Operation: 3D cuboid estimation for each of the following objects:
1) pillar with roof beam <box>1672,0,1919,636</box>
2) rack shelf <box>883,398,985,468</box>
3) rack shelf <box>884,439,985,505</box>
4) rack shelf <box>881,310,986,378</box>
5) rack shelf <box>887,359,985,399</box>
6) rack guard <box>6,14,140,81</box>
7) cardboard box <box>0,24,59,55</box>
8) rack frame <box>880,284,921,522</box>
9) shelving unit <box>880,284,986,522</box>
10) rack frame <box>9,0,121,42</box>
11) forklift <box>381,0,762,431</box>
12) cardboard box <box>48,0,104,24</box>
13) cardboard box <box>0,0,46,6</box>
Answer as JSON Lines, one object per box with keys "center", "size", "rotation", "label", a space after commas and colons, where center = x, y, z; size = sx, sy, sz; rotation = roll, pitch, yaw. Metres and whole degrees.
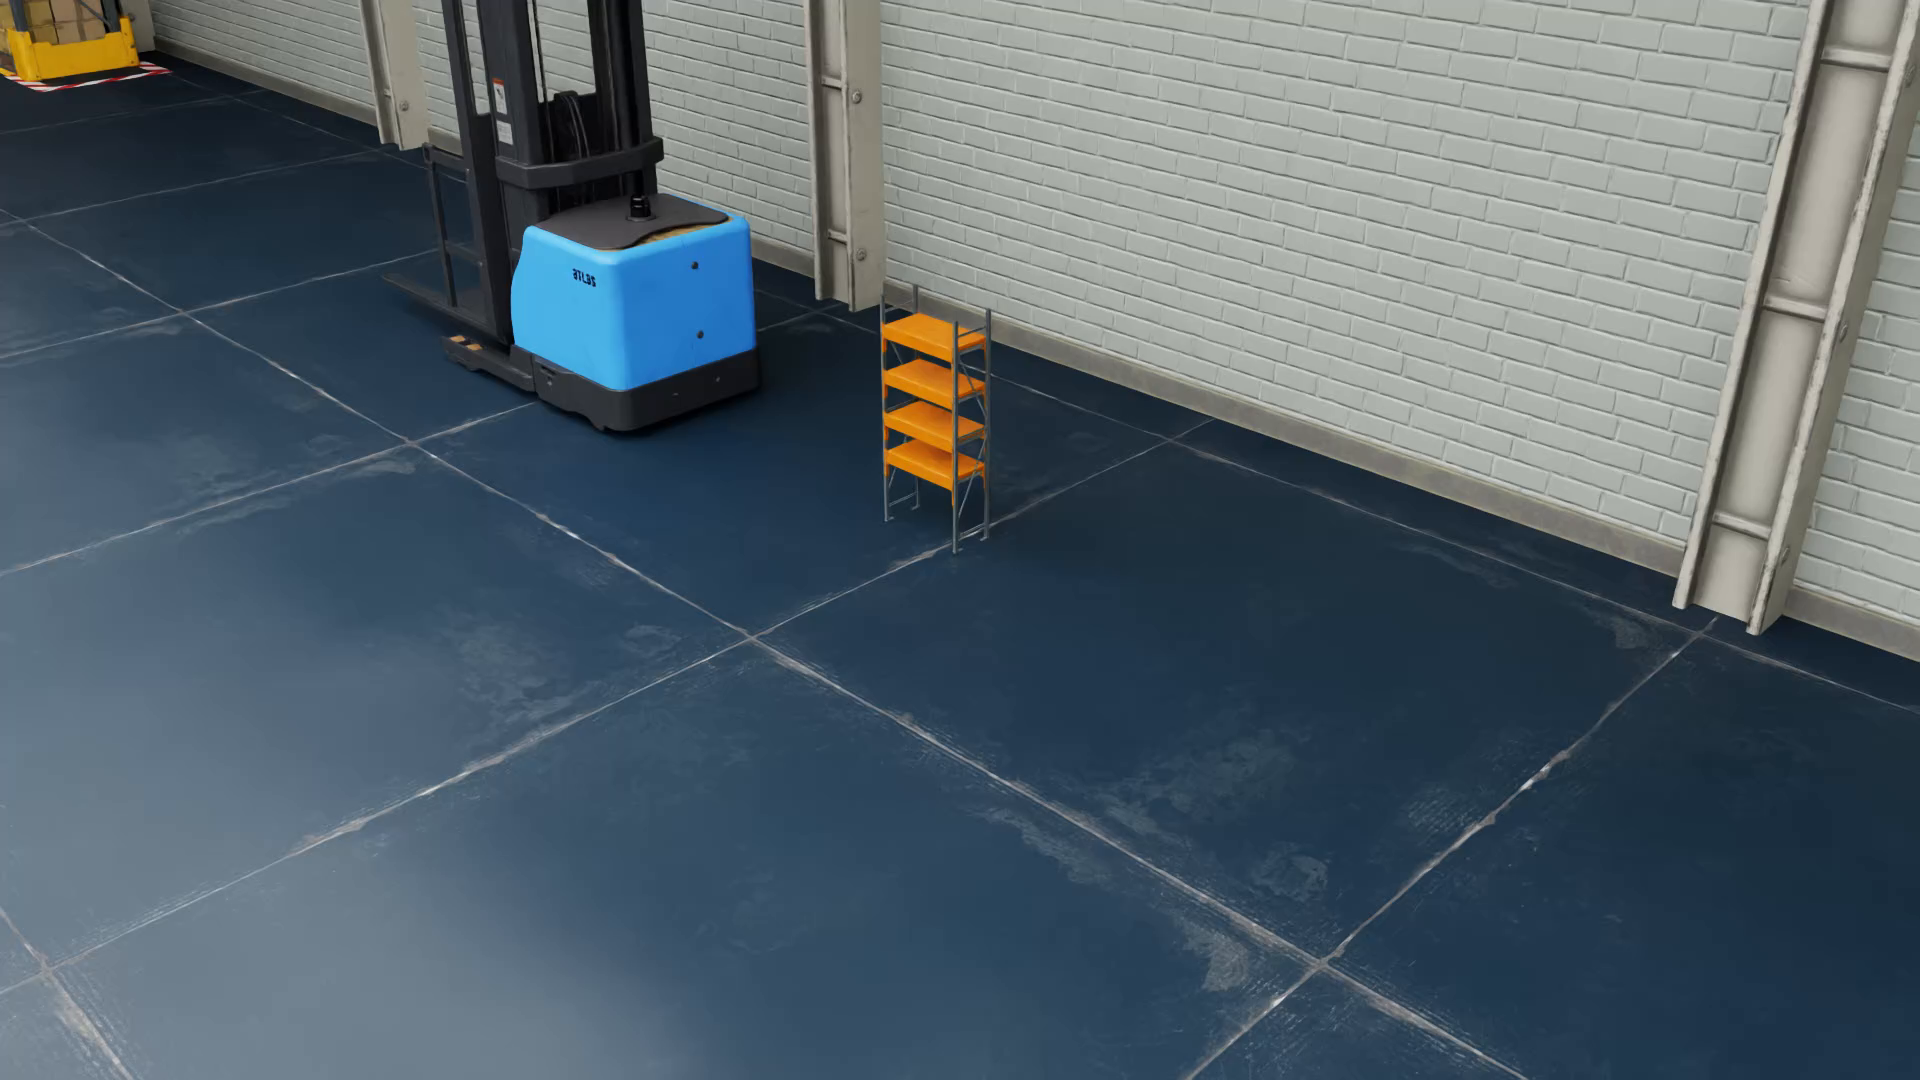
{"center": [0.515, -2.239, 2.840], "size": [0.400, 9.000, 9.100], "rotation": [25, 36, 38], "label": "pillar with roof beam"}
{"center": [-0.118, -0.526, 8.105], "size": [0.480, 0.148, 0.258], "rotation": [25, 36, 38], "label": "rack shelf"}
{"center": [-0.118, -0.350, 8.197], "size": [0.480, 0.148, 0.258], "rotation": [25, 36, 38], "label": "rack shelf"}
{"center": [-0.118, -0.933, 7.891], "size": [0.480, 0.148, 0.258], "rotation": [25, 36, 38], "label": "rack shelf"}
{"center": [-0.118, -0.771, 7.976], "size": [0.457, 0.021, 0.221], "rotation": [25, 36, 38], "label": "rack shelf"}
{"center": [-9.420, -5.246, 17.689], "size": [0.348, 0.500, 1.175], "rotation": [25, 36, 38], "label": "rack guard"}
{"center": [-9.994, -5.377, 17.756], "size": [0.500, 0.250, 0.500], "rotation": [25, 37, 39], "label": "cardboard box"}
{"center": [-0.292, -0.665, 8.225], "size": [0.015, 1.200, 0.240], "rotation": [25, 36, 38], "label": "rack frame"}
{"center": [-0.122, -0.587, 8.077], "size": [0.492, 1.200, 0.258], "rotation": [25, 36, 38], "label": "shelving unit"}
{"center": [-15.431, -8.735, 18.622], "size": [12.086, 5.808, 5.935], "rotation": [25, 36, 38], "label": "rack frame"}
{"center": [-2.575, -2.488, 9.833], "size": [3.031, 2.935, 1.130], "rotation": [25, 37, 39], "label": "forklift"}
{"center": [-9.627, -5.772, 17.971], "size": [0.500, 0.250, 0.500], "rotation": [-25, 36, -38], "label": "cardboard box"}
{"center": [-9.984, -5.818, 17.520], "size": [0.500, 0.250, 0.500], "rotation": [-24, 36, -38], "label": "cardboard box"}
